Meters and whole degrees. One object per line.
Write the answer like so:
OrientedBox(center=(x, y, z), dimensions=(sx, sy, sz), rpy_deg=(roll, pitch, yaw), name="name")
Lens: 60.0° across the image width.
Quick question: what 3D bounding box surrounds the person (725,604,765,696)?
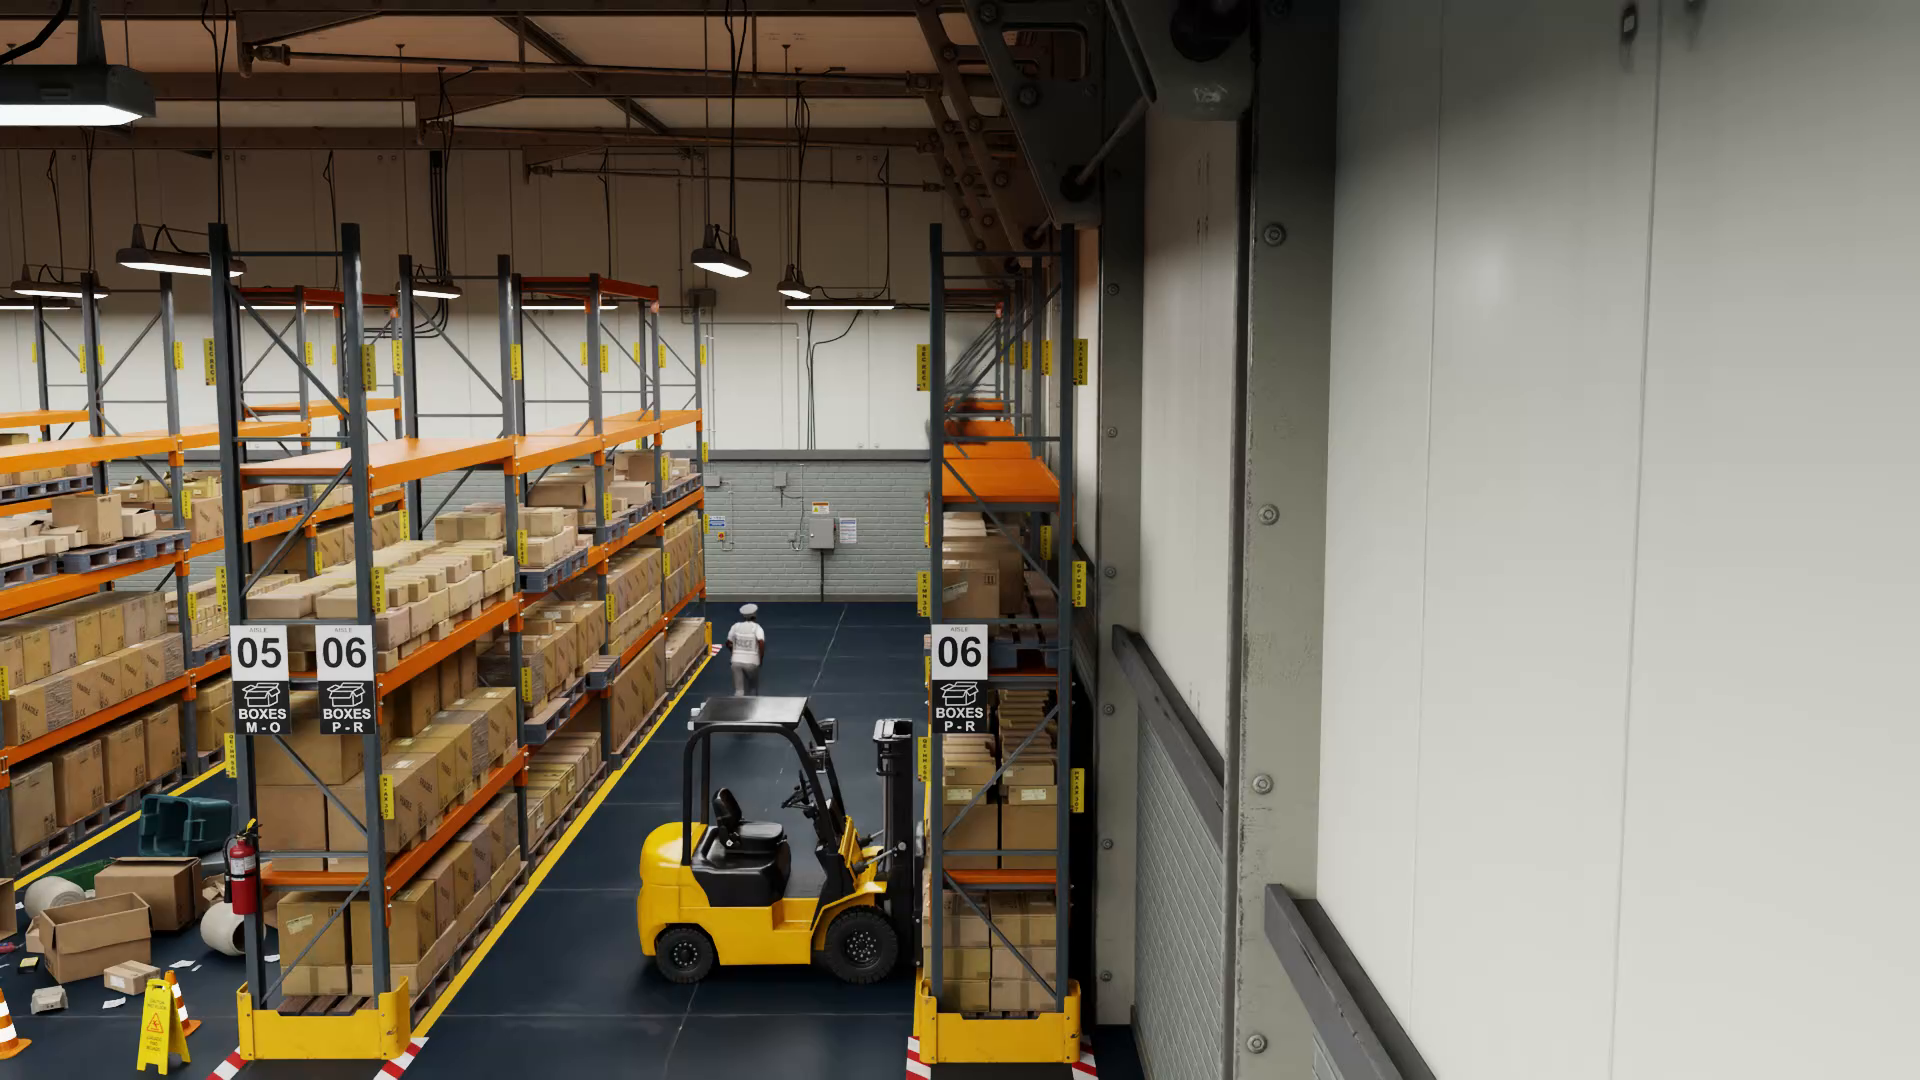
OrientedBox(center=(-2.904, 1.736, 22.502), dimensions=(0.578, 1.683, 1.037), rpy_deg=(1, 7, 5), name="person")
